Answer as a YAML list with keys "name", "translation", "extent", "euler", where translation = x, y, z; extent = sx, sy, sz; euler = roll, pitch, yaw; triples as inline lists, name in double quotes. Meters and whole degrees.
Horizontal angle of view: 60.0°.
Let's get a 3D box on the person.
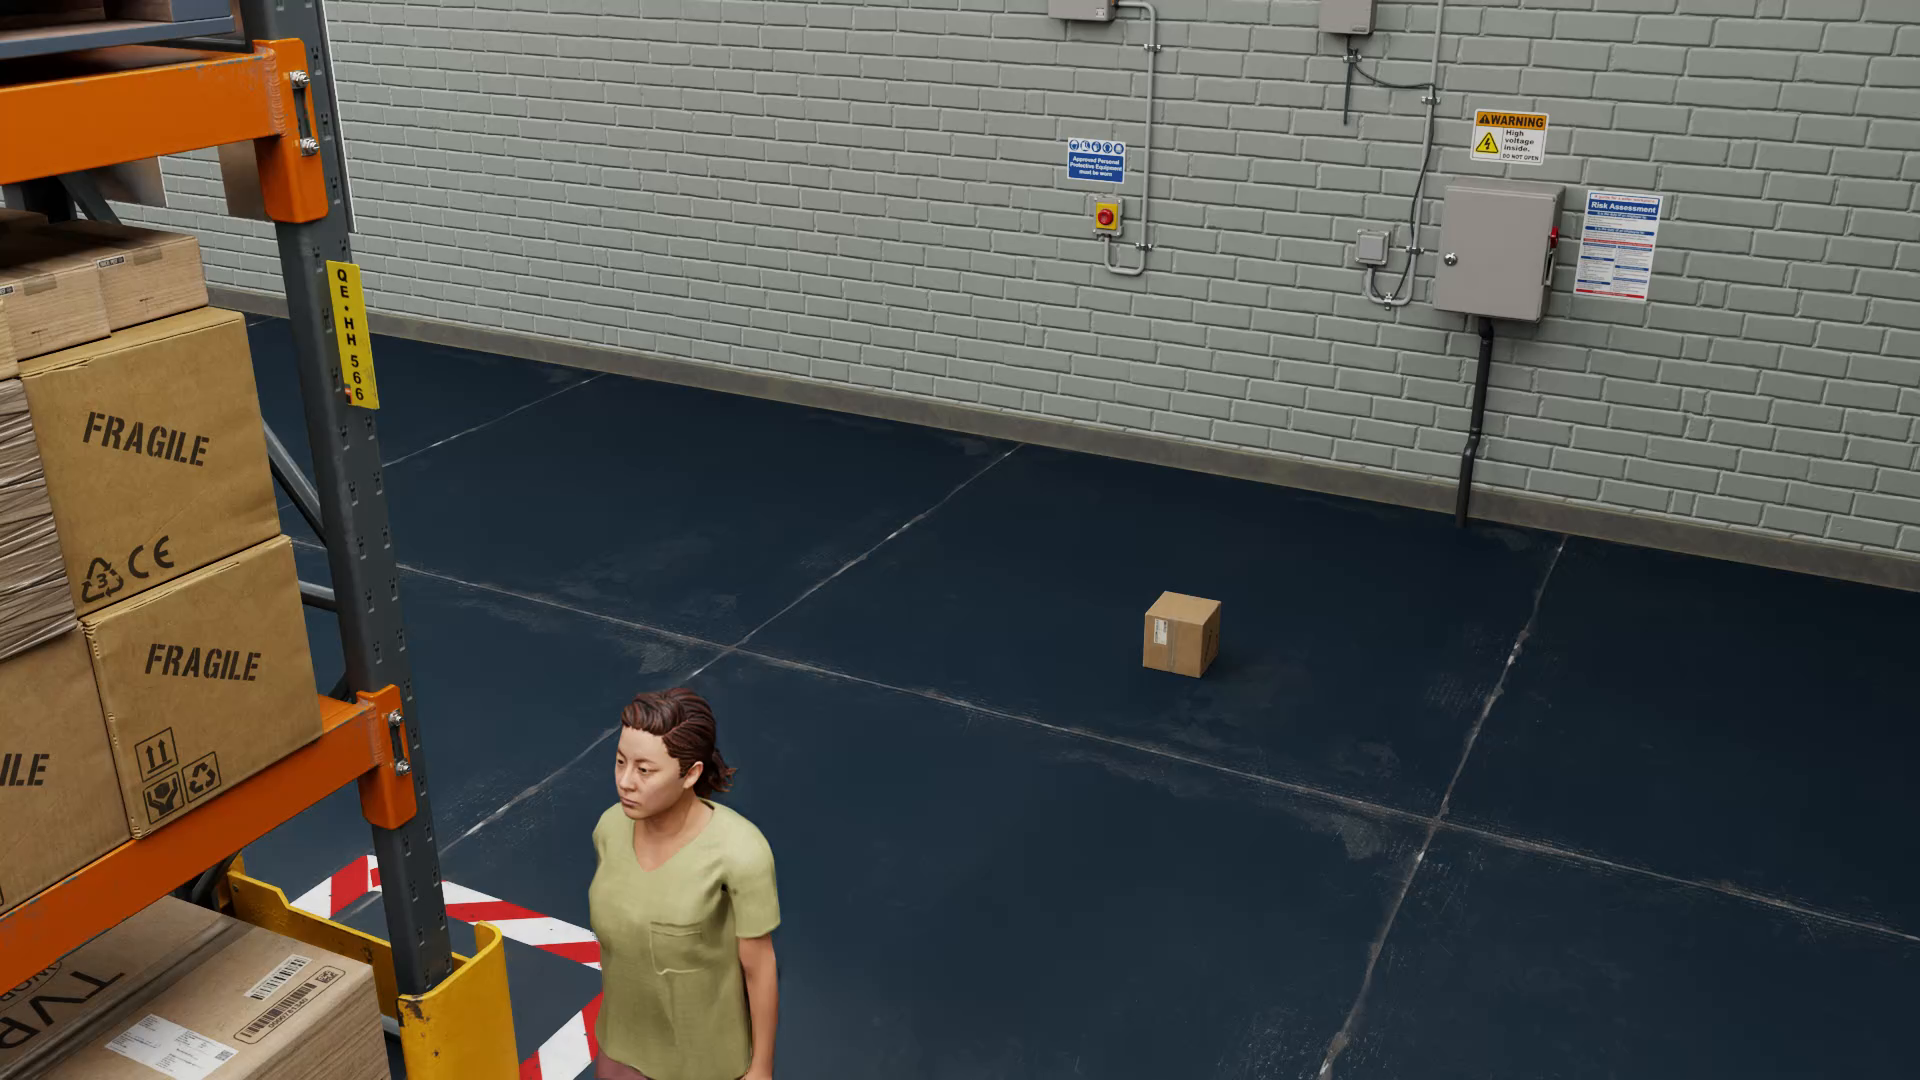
- name: "person"
  translation: [-0.567, 1.056, 3.552]
  extent: [0.446, 1.645, 0.783]
  euler: [8, 24, 19]
